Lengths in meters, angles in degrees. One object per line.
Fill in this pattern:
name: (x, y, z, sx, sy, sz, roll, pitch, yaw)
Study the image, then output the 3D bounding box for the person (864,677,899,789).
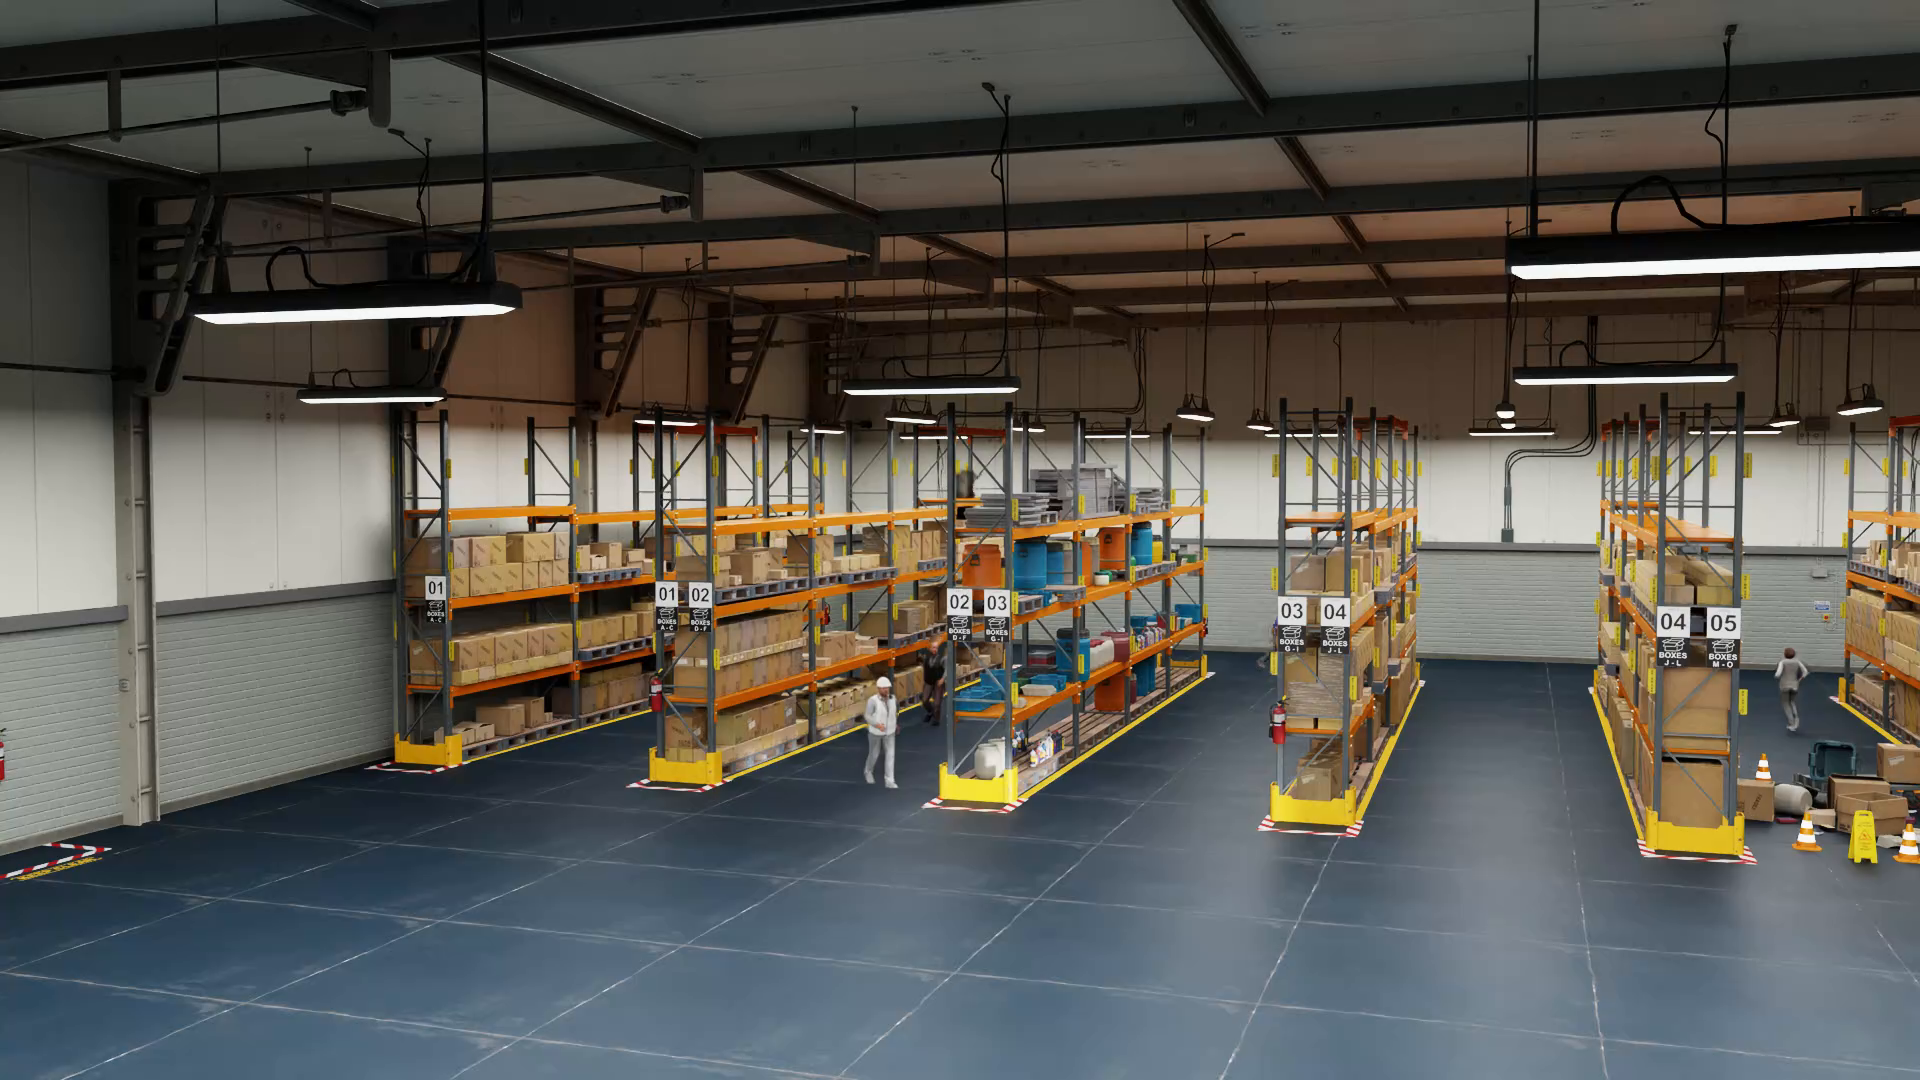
person: (-1.248, 2.985, 25.955, 0.621, 1.736, 0.979, -1, 3, -23)

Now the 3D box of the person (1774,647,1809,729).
person: (15.915, 2.836, 31.915, 0.545, 1.564, 0.606, 0, 2, 5)

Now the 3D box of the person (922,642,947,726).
person: (-0.497, 2.781, 32.066, 0.666, 1.662, 0.778, 1, 3, 17)

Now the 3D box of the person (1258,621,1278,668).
person: (7.795, 2.486, 41.065, 0.573, 1.512, 1.015, -2, 3, -40)
